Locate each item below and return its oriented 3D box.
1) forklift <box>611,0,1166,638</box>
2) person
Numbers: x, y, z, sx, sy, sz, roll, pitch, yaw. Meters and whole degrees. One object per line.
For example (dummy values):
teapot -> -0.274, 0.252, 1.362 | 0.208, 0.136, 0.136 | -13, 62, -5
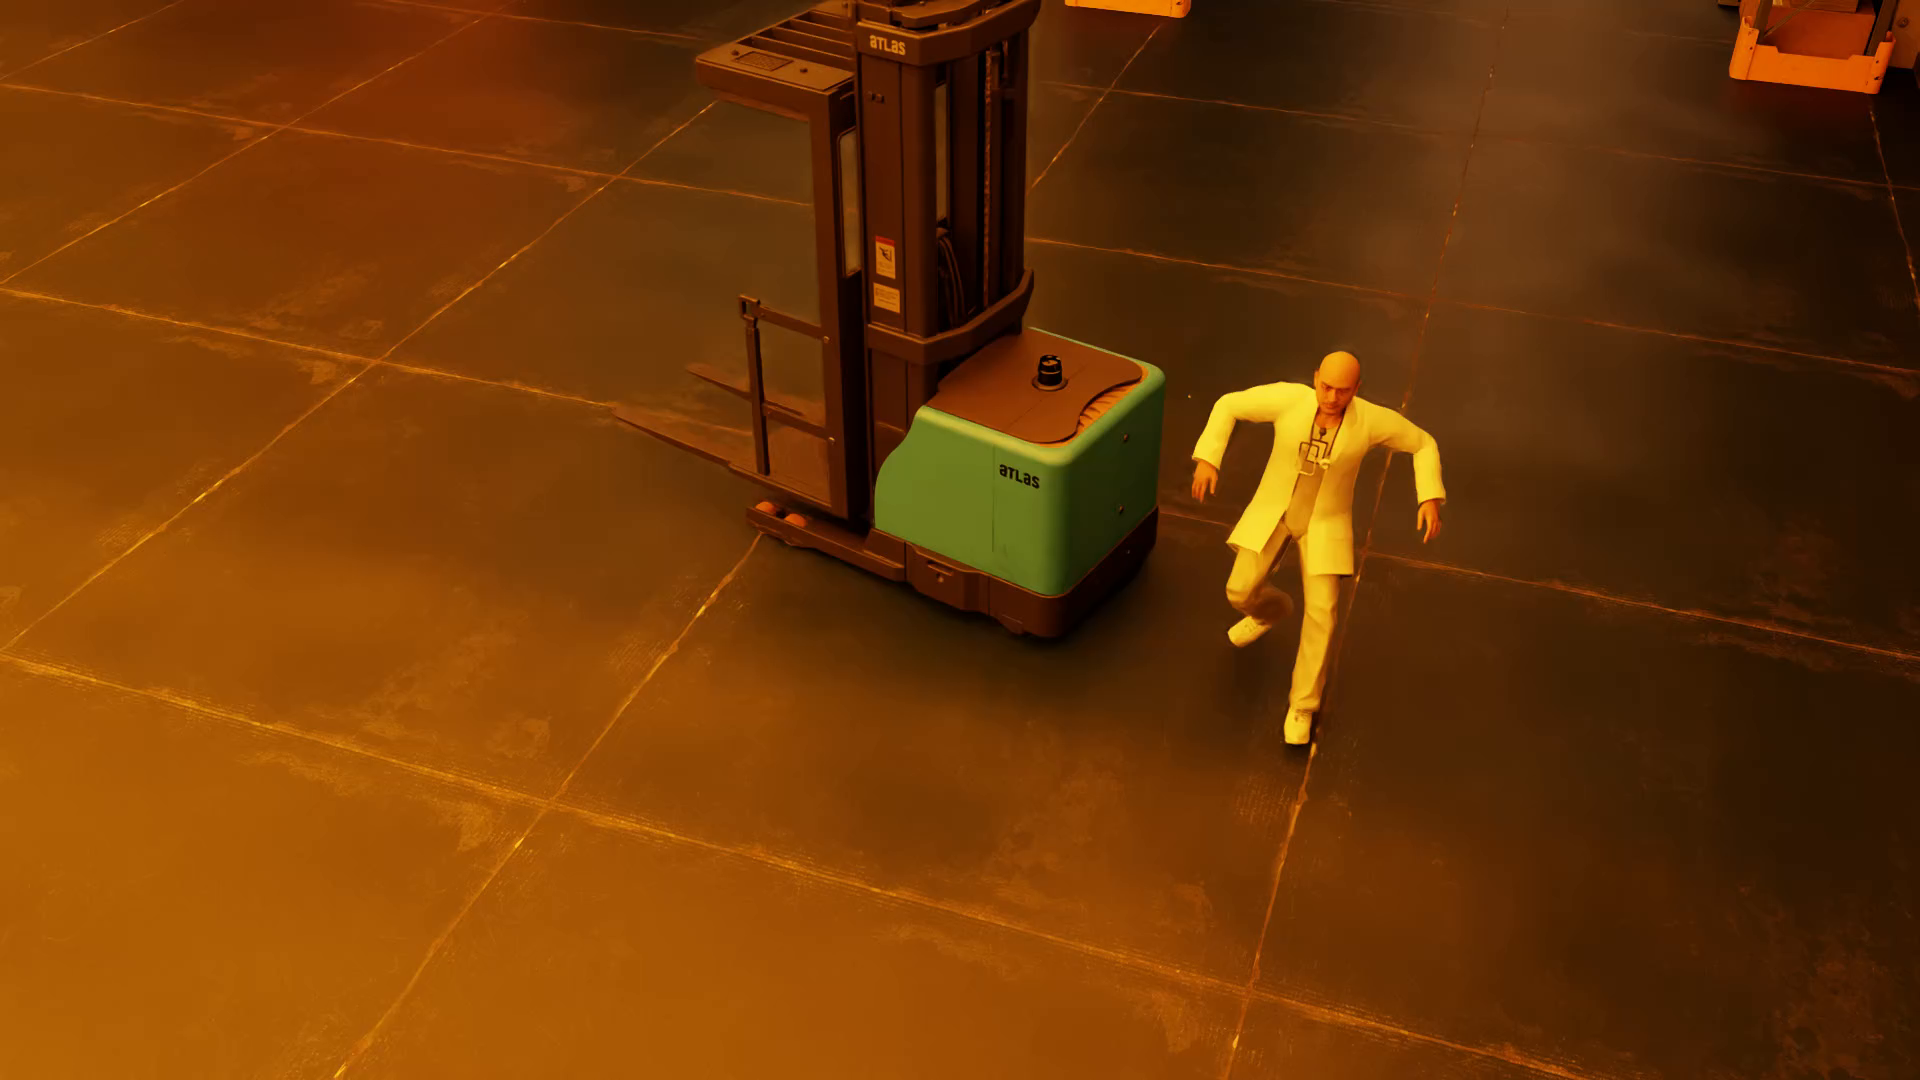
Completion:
forklift -> -0.506, -1.393, 8.076 | 3.031, 2.935, 1.130 | 21, 41, 27
person -> 1.486, 0.026, 7.190 | 1.090, 1.646, 0.933 | 12, 37, 16
